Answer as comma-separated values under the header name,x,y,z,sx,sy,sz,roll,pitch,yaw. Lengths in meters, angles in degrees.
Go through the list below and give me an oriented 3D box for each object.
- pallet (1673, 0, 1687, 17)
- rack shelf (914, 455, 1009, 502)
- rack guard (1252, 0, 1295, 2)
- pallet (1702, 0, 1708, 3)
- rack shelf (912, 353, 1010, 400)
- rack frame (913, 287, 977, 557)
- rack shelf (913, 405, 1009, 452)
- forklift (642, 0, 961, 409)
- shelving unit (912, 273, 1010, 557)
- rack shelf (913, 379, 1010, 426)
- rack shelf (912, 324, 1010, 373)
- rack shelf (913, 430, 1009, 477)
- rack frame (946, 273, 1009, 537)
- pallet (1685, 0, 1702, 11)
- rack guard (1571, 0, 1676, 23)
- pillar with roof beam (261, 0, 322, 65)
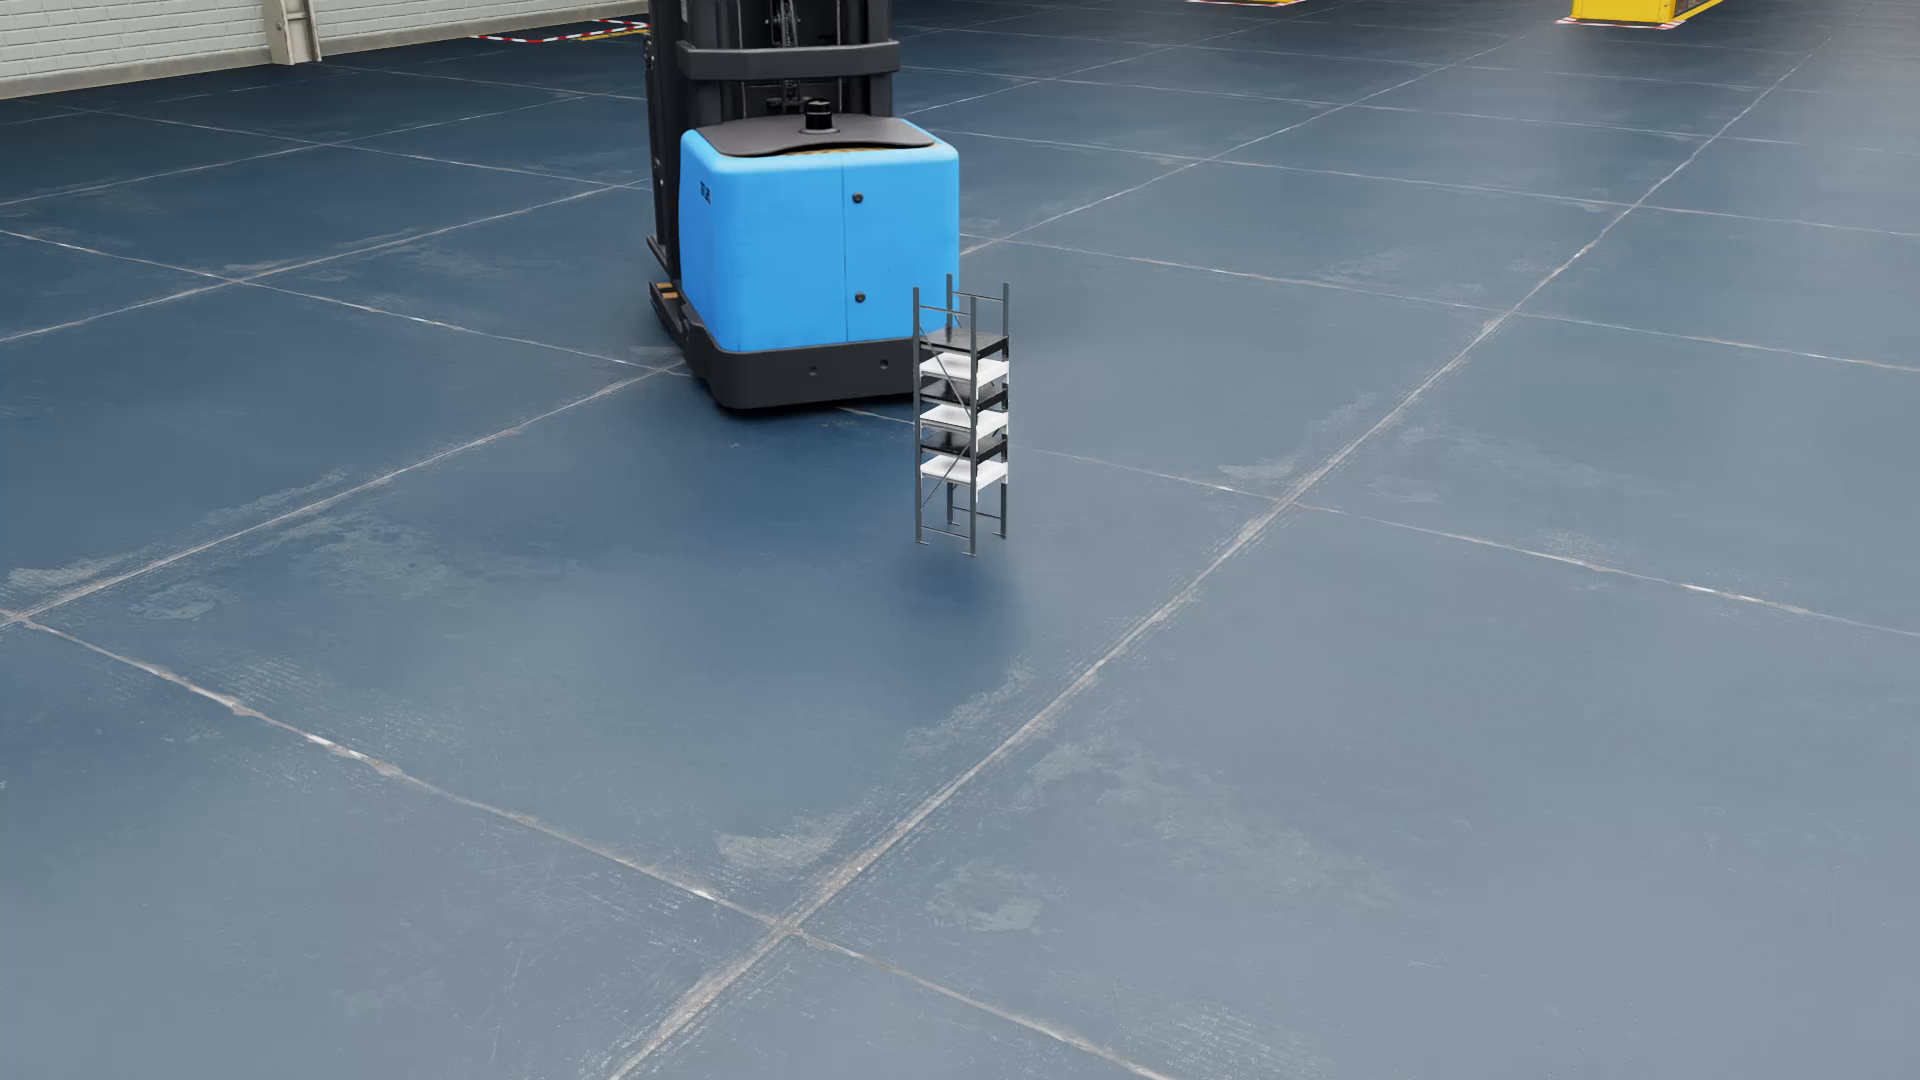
name,x,y,z,sx,sy,sz,roll,pitch,yaw
pallet,8.710,-6.889,21.398,1.003,0.211,1.213,14,27,29
rack shelf,0.004,-0.220,5.662,0.258,0.077,0.200,14,27,29
rack guard,4.058,-7.744,23.010,1.175,0.500,0.348,14,27,29
pallet,9.997,-7.713,23.300,1.003,0.211,1.213,14,27,29
rack shelf,0.004,-0.550,5.519,0.258,0.077,0.200,14,27,29
rack frame,-0.049,-0.381,5.498,0.240,0.900,0.006,14,27,29
rack shelf,0.004,-0.385,5.591,0.258,0.077,0.200,14,27,29
forklift,-0.923,-2.440,7.696,1.130,2.935,3.031,-7,24,-16
shelving unit,0.004,-0.416,5.578,0.258,0.900,0.210,14,27,29
rack shelf,0.004,-0.468,5.555,0.258,0.077,0.200,14,27,29
rack shelf,0.004,-0.633,5.484,0.258,0.077,0.200,14,27,29
rack shelf,0.004,-0.303,5.627,0.258,0.077,0.200,14,27,29
rack frame,0.058,-0.450,5.657,0.240,0.900,0.006,14,27,29
pallet,9.354,-7.299,22.345,1.003,0.211,1.213,14,27,29
rack guard,8.277,-6.749,20.710,1.175,0.500,0.348,14,27,29
pillar with roof beam,-3.178,-8.155,13.260,9.100,9.000,0.400,14,27,29
